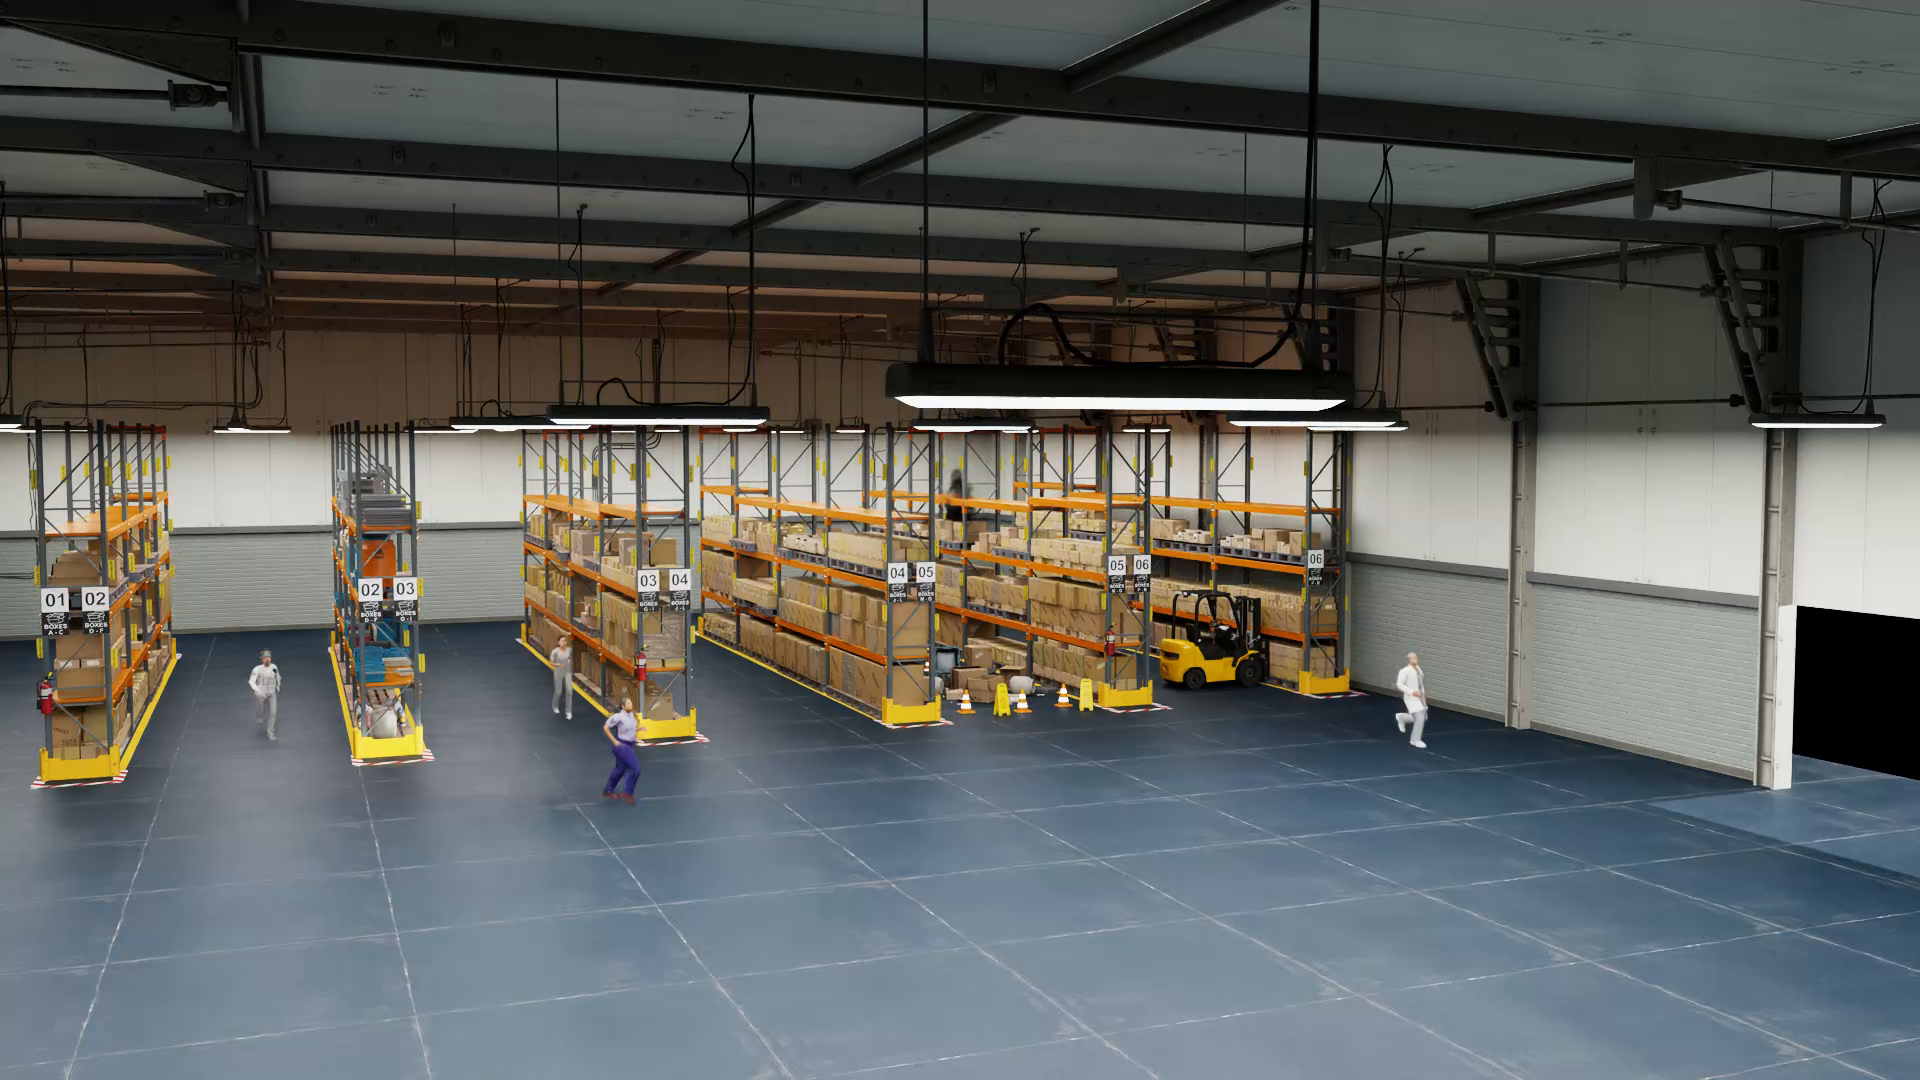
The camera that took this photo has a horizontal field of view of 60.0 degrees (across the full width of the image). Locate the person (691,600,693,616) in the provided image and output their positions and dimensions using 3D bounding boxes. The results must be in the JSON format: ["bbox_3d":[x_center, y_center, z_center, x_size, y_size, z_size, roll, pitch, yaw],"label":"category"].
[{"bbox_3d":[-7.547,2.054,44.928,0.685,1.743,0.667,-1,4,-16],"label":"person"}]

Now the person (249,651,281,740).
[{"bbox_3d":[-13.218,2.935,31.673,0.602,1.686,0.944,-2,4,-32],"label":"person"}]

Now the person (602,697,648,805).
[{"bbox_3d":[-5.247,3.299,26.013,0.729,1.710,0.572,0,4,5],"label":"person"}]

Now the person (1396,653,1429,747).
[{"bbox_3d":[8.363,2.946,30.849,0.716,1.724,0.730,4,5,45],"label":"person"}]

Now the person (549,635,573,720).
[{"bbox_3d":[-8.116,2.771,33.871,0.528,1.694,0.900,-2,4,-28],"label":"person"}]
